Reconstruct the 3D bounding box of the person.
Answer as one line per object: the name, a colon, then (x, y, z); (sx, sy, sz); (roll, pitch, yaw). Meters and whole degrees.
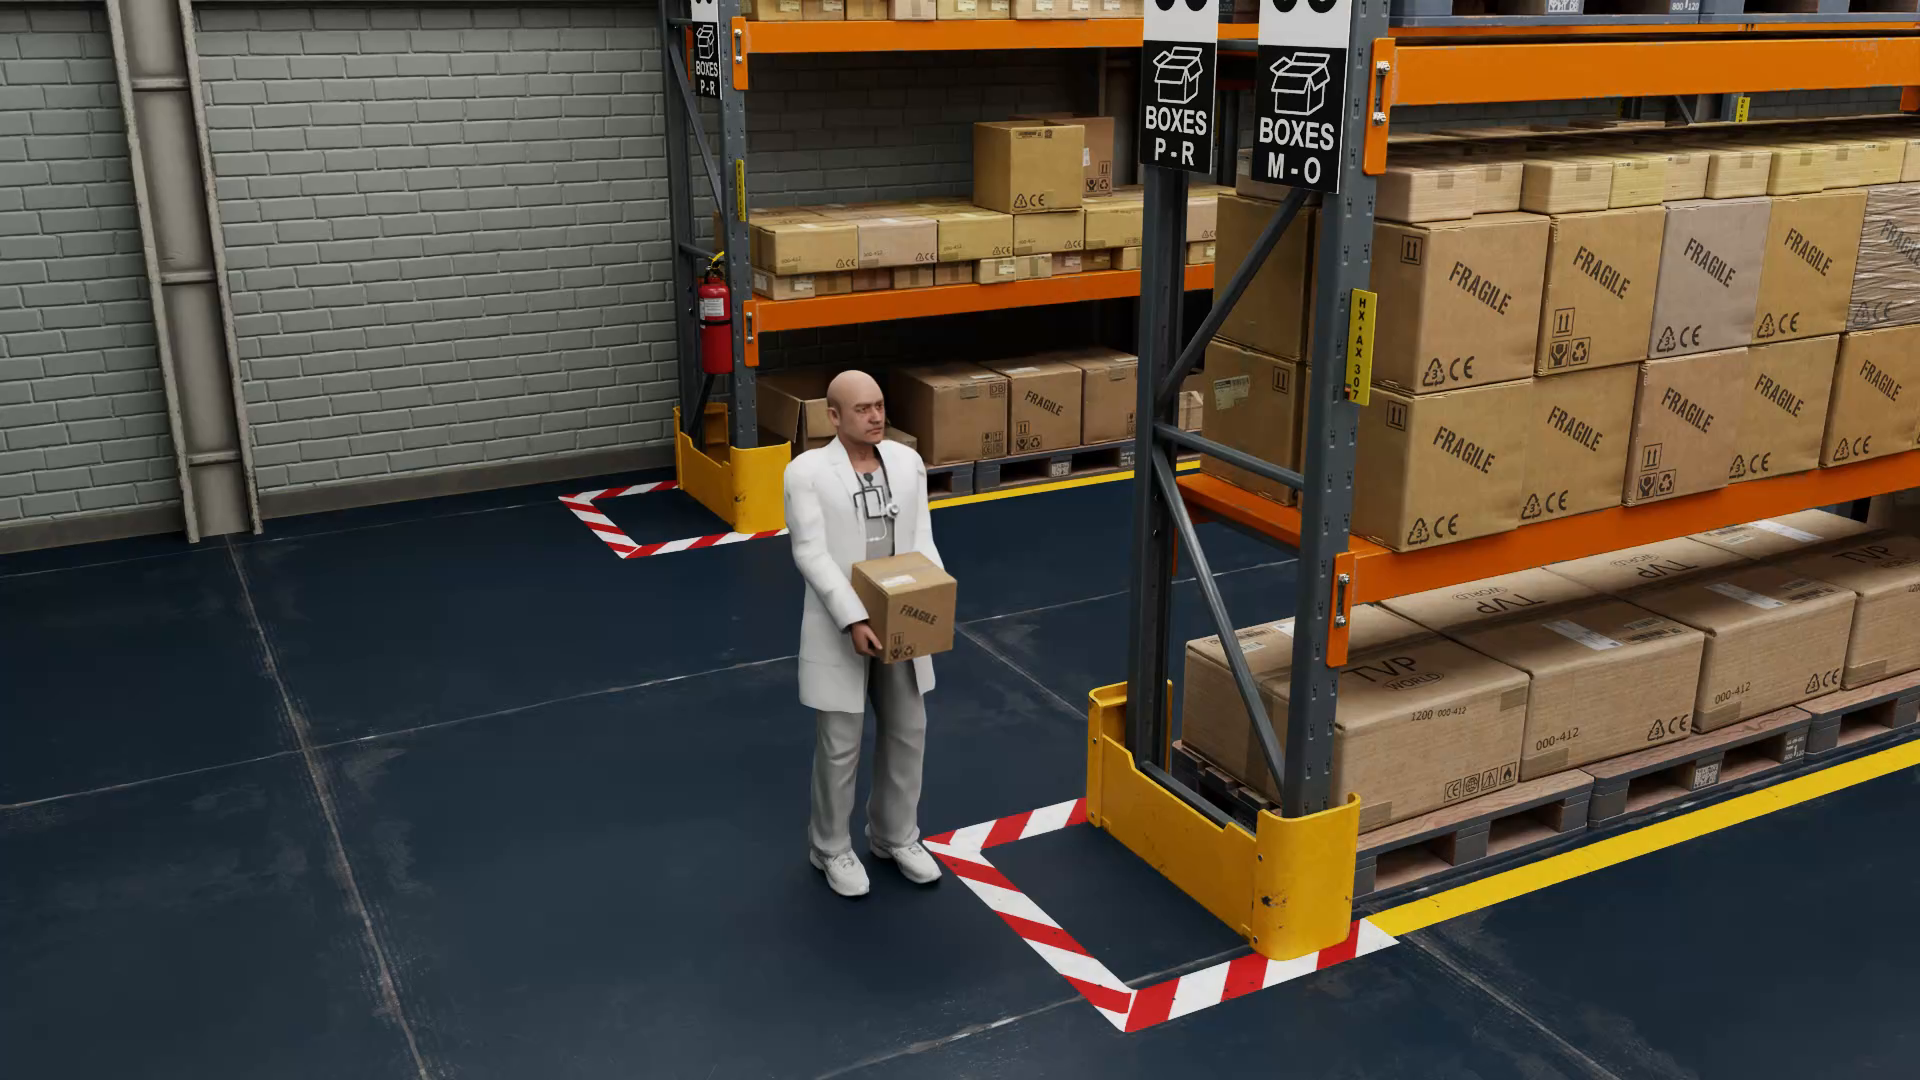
person: (-0.271, 0.337, 5.566); (0.528, 1.774, 0.558); (-11, 21, -29)
